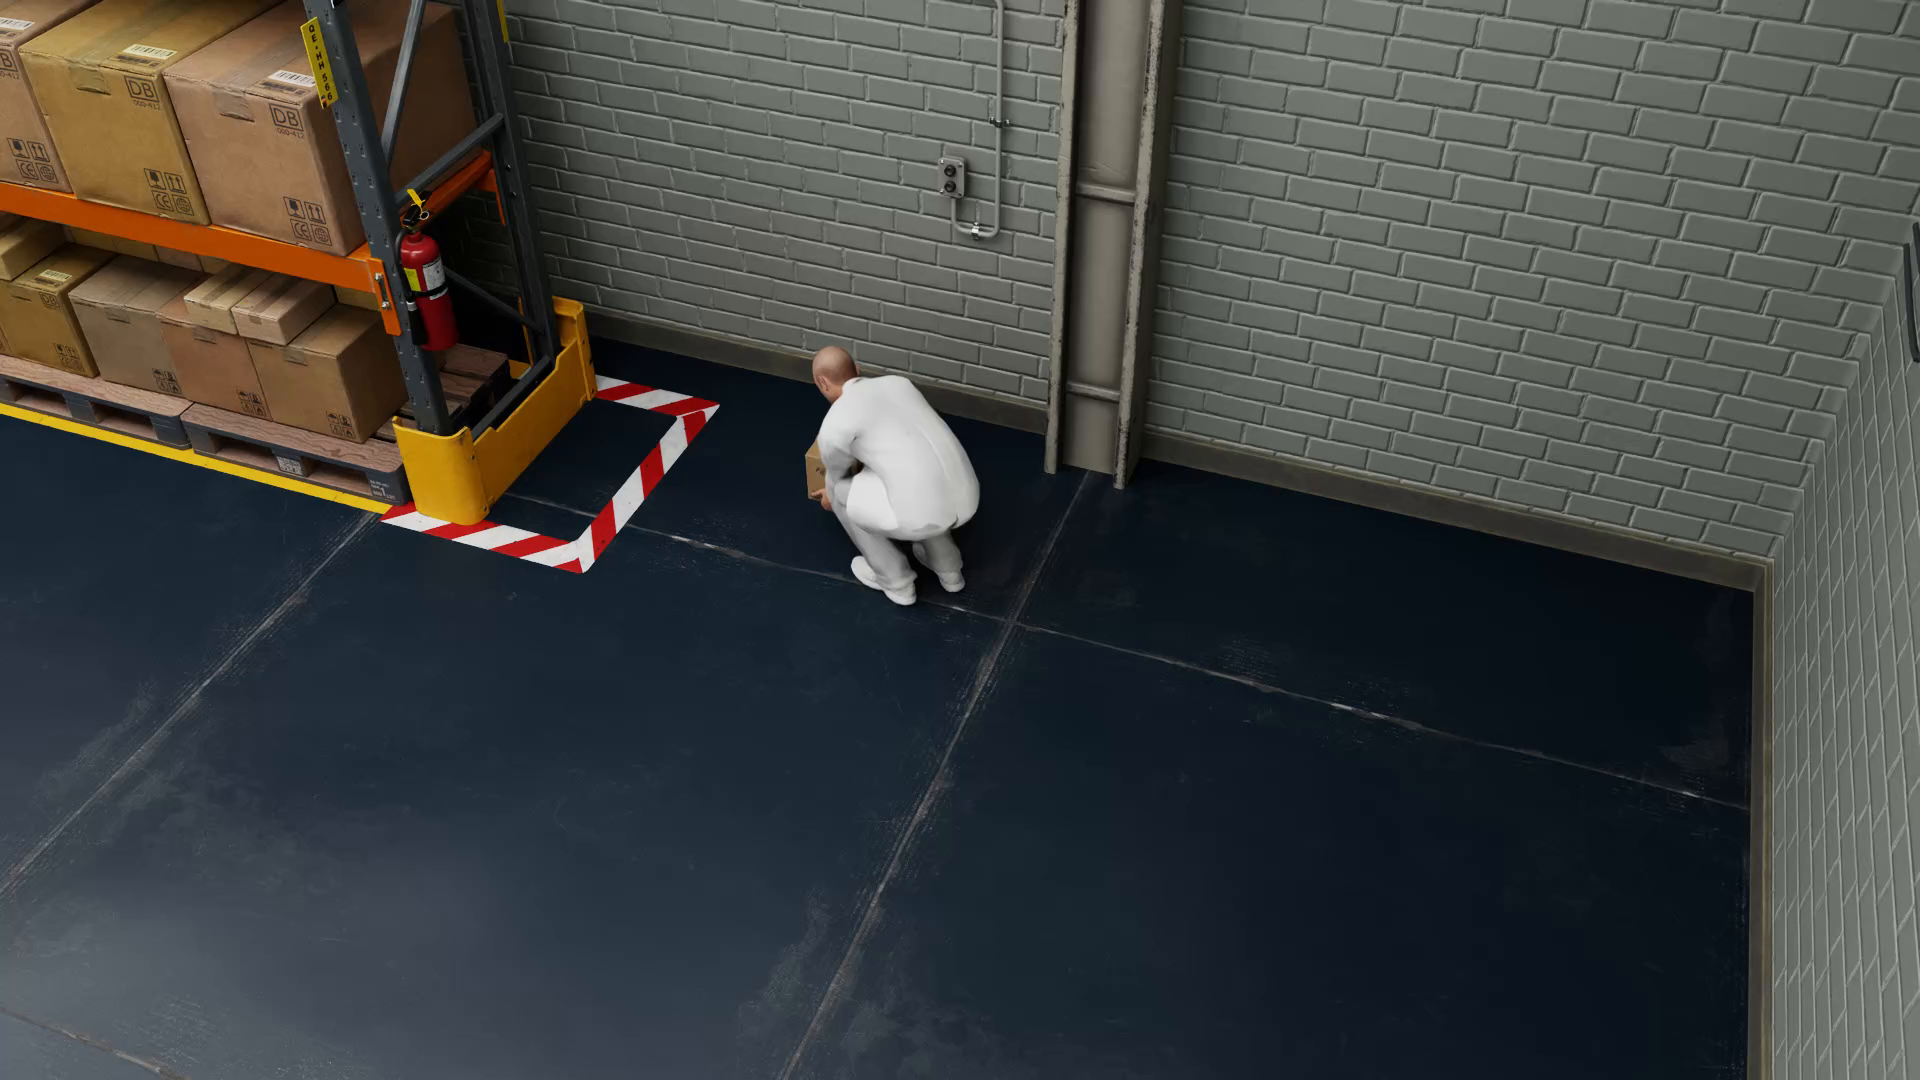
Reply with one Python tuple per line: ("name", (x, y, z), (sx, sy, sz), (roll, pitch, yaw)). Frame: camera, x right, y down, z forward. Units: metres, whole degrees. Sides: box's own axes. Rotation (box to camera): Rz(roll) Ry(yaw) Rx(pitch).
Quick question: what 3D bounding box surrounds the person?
("person", (-0.313, -0.263, 7.120), (0.573, 0.935, 0.982), (-27, 48, -28))
